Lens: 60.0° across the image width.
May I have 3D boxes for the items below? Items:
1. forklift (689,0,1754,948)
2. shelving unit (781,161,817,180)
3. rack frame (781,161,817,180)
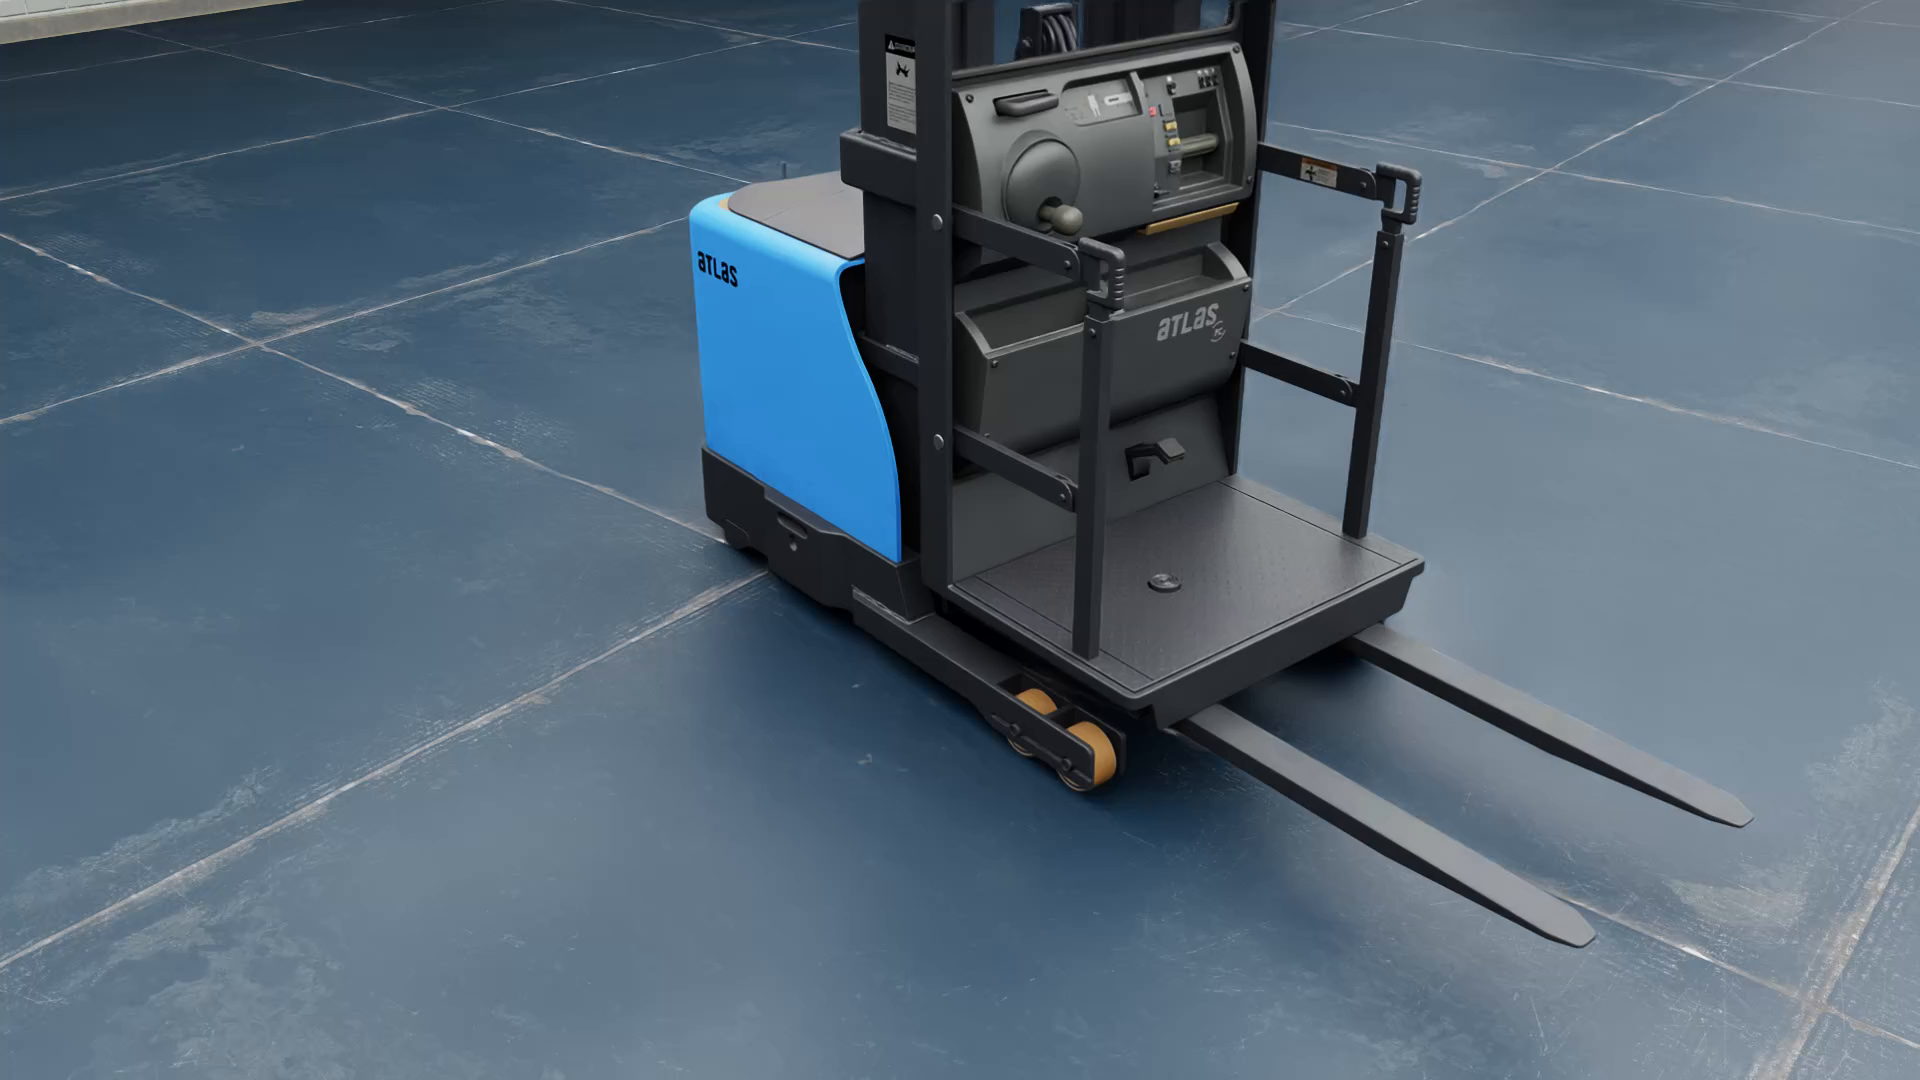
[{"bbox_3d":[0.514,-0.948,3.893,1.130,2.935,3.031,-20,34,-34],"label":"forklift"},{"bbox_3d":[-0.409,-0.738,5.535,0.252,1.050,0.215,-20,34,-34],"label":"shelving unit"},{"bbox_3d":[-0.504,-0.703,5.467,0.008,1.050,0.200,-20,34,-34],"label":"rack frame"}]
